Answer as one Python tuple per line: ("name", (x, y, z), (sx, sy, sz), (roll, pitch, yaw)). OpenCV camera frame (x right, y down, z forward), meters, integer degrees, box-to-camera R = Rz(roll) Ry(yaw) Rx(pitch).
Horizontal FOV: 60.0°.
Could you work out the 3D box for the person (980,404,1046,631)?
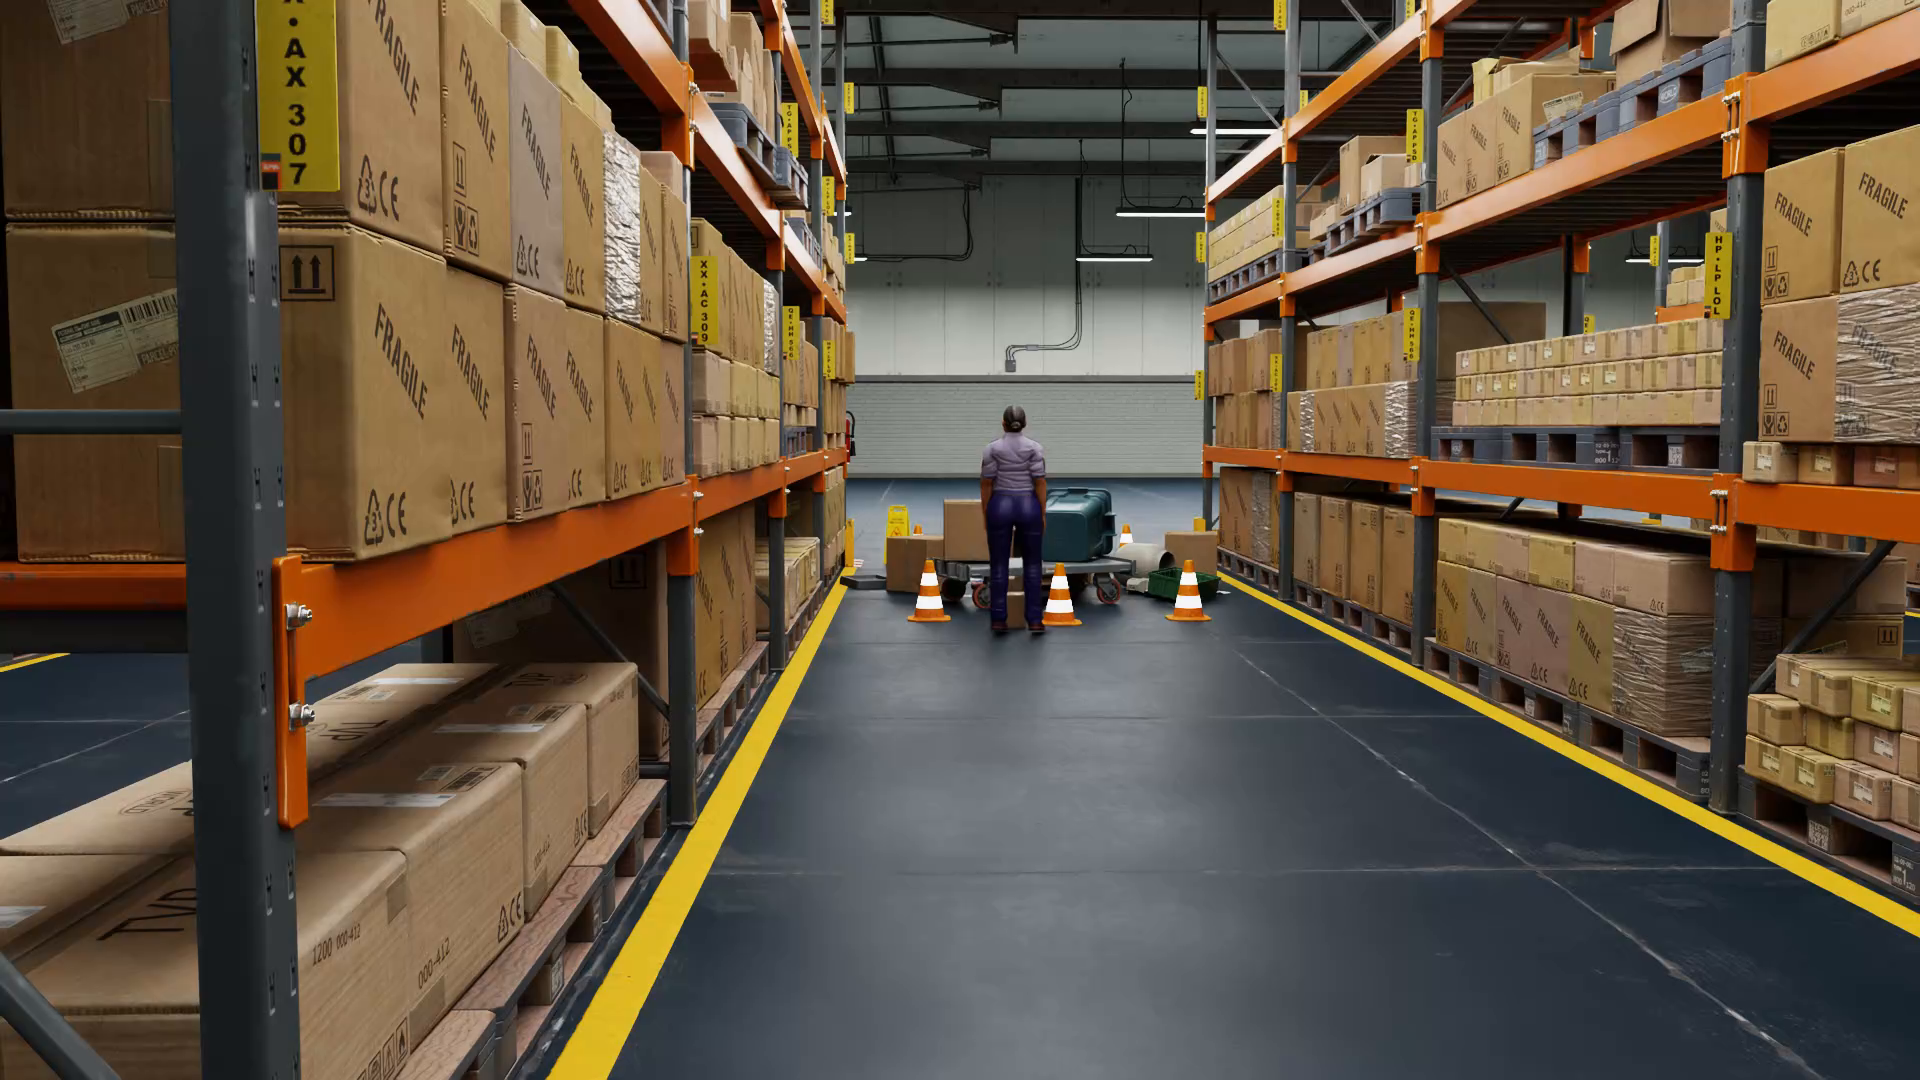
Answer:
("person", (0.390, -0.157, 12.086), (0.478, 1.655, 0.366), (0, 4, 5))
